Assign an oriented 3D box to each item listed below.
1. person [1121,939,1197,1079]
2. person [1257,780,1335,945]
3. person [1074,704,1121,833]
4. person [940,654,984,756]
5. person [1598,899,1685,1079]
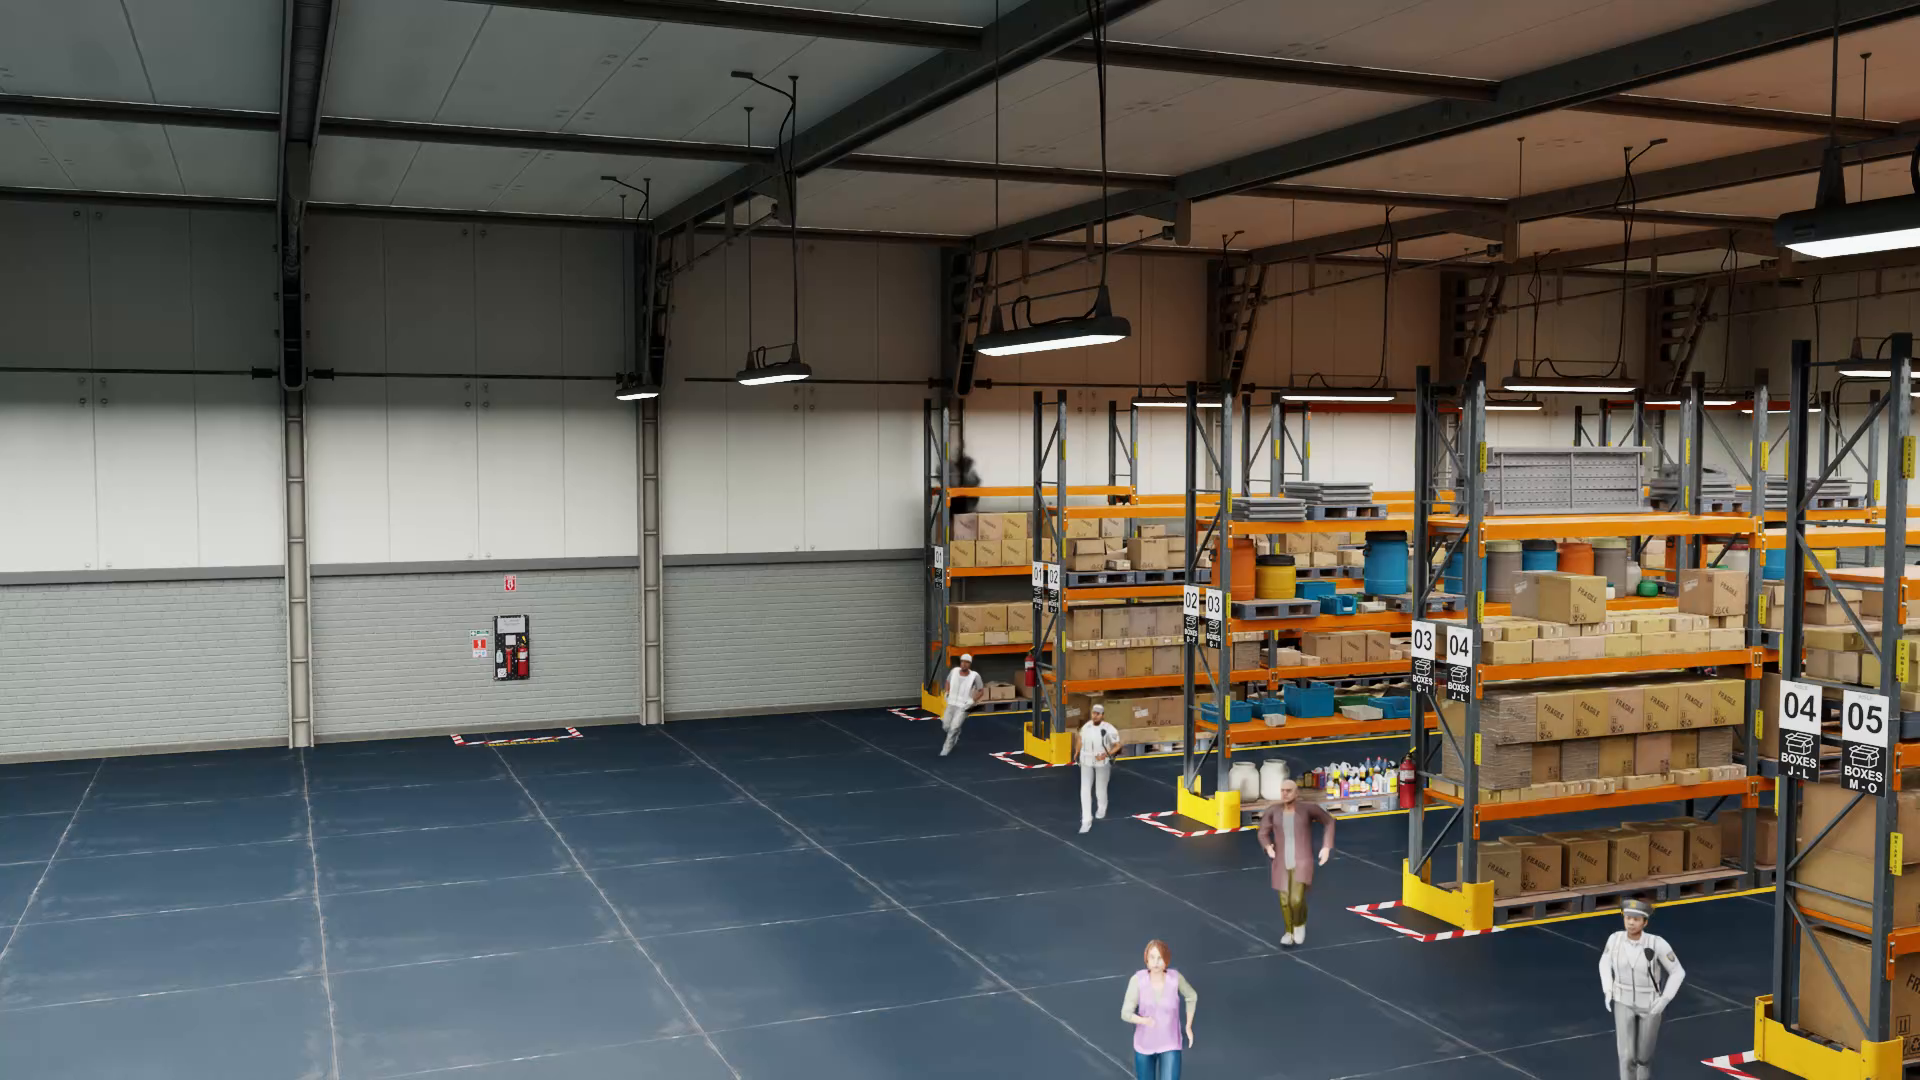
[{"bbox_3d":[1.418,3.660,11.875,0.510,1.646,0.724,1,3,13],"label":"person"},{"bbox_3d":[3.378,3.294,16.842,0.737,1.737,0.840,2,4,28],"label":"person"},{"bbox_3d":[1.849,3.042,22.314,0.636,1.698,0.857,1,3,15],"label":"person"},{"bbox_3d":[0.061,2.706,27.457,0.727,1.695,0.689,1,4,24],"label":"person"},{"bbox_3d":[5.264,3.582,12.851,0.630,1.703,0.675,2,4,33],"label":"person"}]
